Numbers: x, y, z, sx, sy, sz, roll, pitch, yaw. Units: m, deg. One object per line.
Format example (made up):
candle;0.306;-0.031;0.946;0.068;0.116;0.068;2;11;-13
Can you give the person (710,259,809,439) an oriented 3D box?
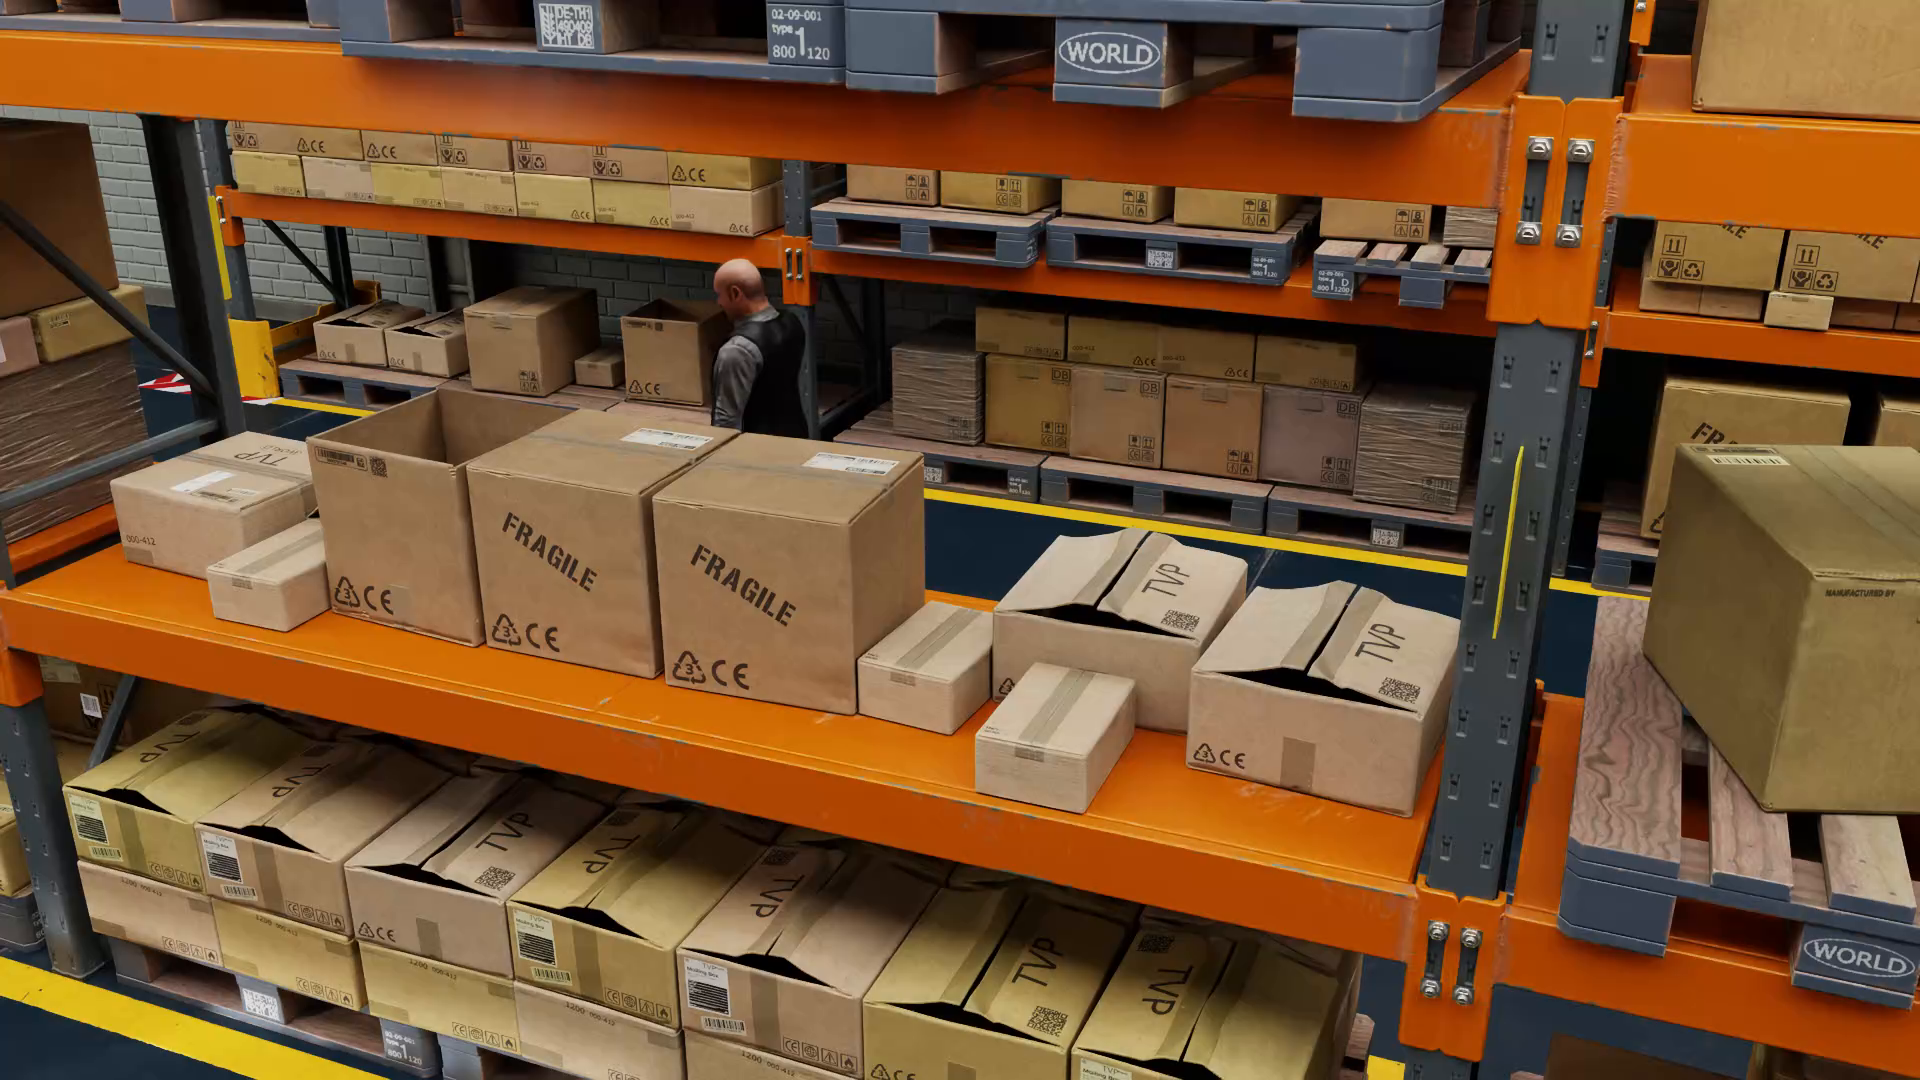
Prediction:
person;-0.848;-0.327;6.957;0.364;1.706;0.540;9;24;21
